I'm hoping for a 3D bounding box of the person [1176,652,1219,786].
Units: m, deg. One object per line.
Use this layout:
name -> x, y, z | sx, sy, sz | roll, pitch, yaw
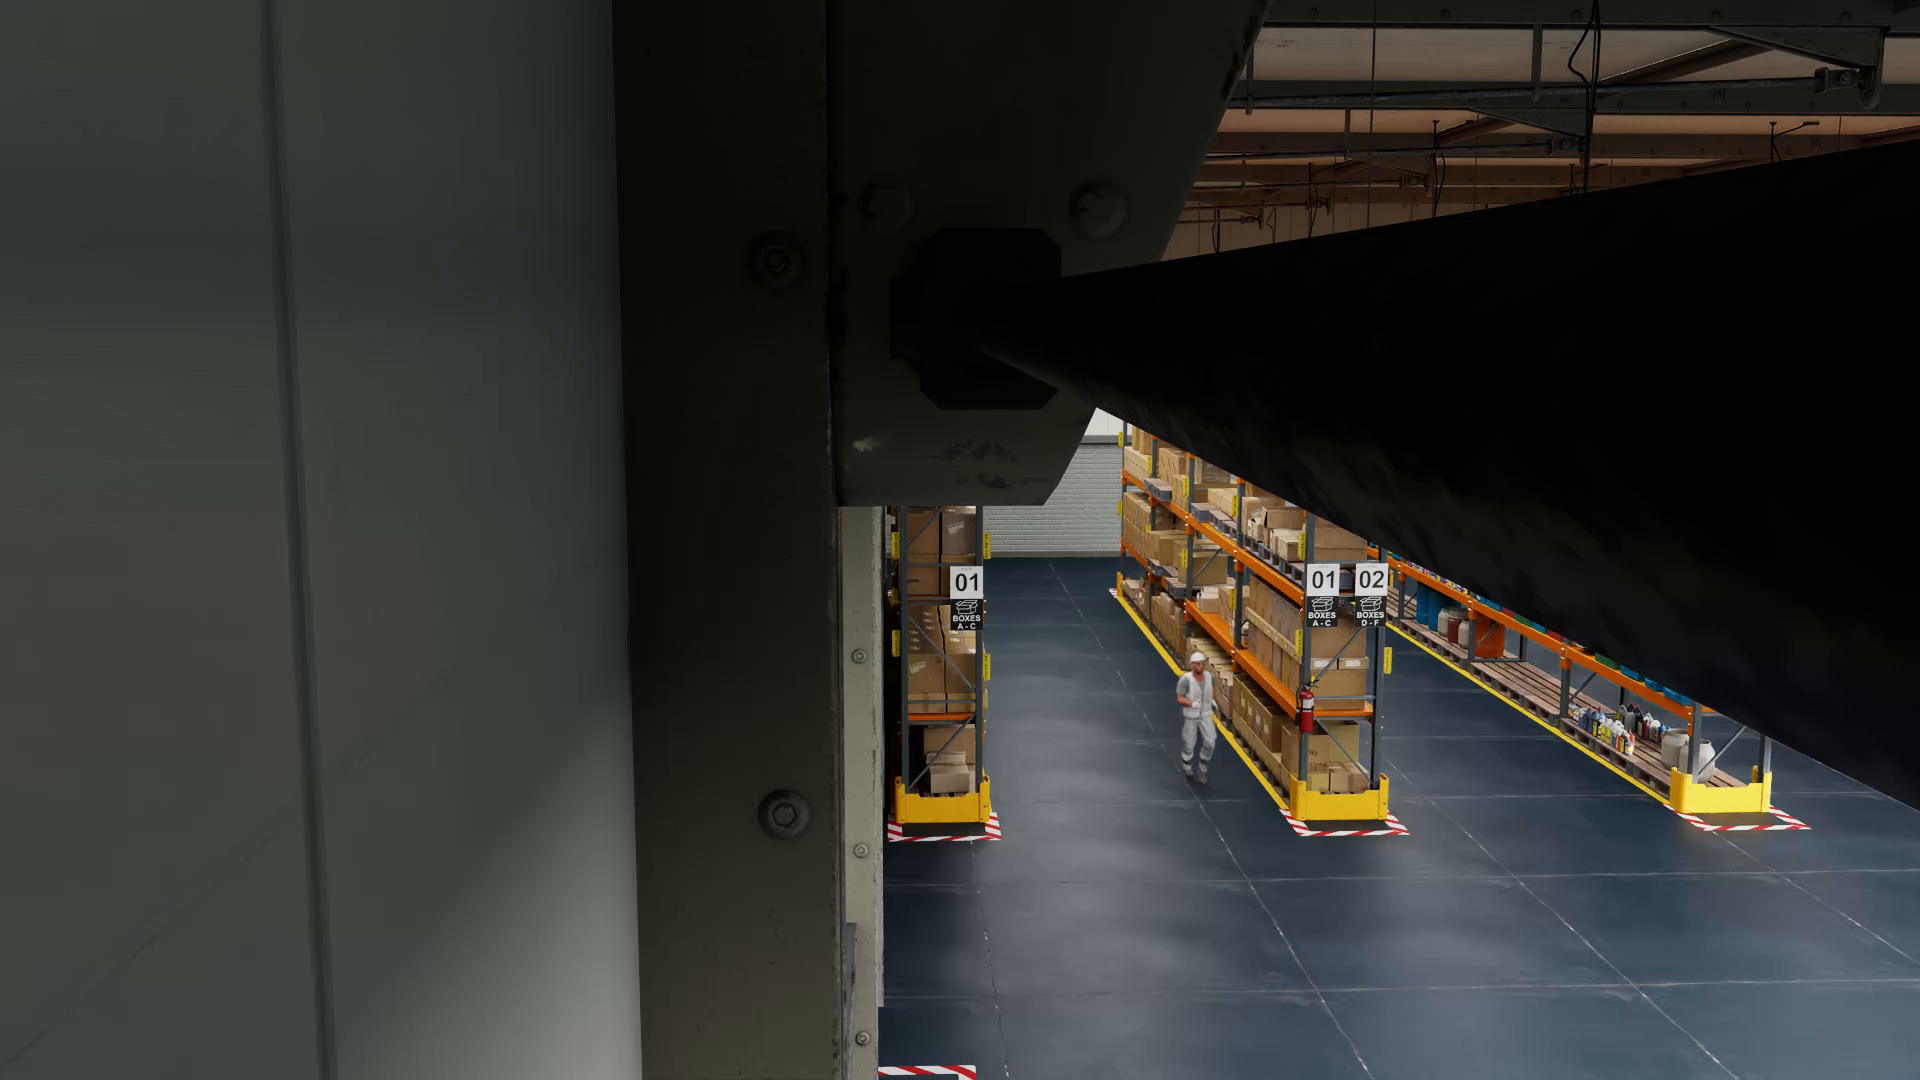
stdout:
person -> 3.164, 2.365, 22.026 | 0.643, 1.796, 0.805 | -1, 8, -10
